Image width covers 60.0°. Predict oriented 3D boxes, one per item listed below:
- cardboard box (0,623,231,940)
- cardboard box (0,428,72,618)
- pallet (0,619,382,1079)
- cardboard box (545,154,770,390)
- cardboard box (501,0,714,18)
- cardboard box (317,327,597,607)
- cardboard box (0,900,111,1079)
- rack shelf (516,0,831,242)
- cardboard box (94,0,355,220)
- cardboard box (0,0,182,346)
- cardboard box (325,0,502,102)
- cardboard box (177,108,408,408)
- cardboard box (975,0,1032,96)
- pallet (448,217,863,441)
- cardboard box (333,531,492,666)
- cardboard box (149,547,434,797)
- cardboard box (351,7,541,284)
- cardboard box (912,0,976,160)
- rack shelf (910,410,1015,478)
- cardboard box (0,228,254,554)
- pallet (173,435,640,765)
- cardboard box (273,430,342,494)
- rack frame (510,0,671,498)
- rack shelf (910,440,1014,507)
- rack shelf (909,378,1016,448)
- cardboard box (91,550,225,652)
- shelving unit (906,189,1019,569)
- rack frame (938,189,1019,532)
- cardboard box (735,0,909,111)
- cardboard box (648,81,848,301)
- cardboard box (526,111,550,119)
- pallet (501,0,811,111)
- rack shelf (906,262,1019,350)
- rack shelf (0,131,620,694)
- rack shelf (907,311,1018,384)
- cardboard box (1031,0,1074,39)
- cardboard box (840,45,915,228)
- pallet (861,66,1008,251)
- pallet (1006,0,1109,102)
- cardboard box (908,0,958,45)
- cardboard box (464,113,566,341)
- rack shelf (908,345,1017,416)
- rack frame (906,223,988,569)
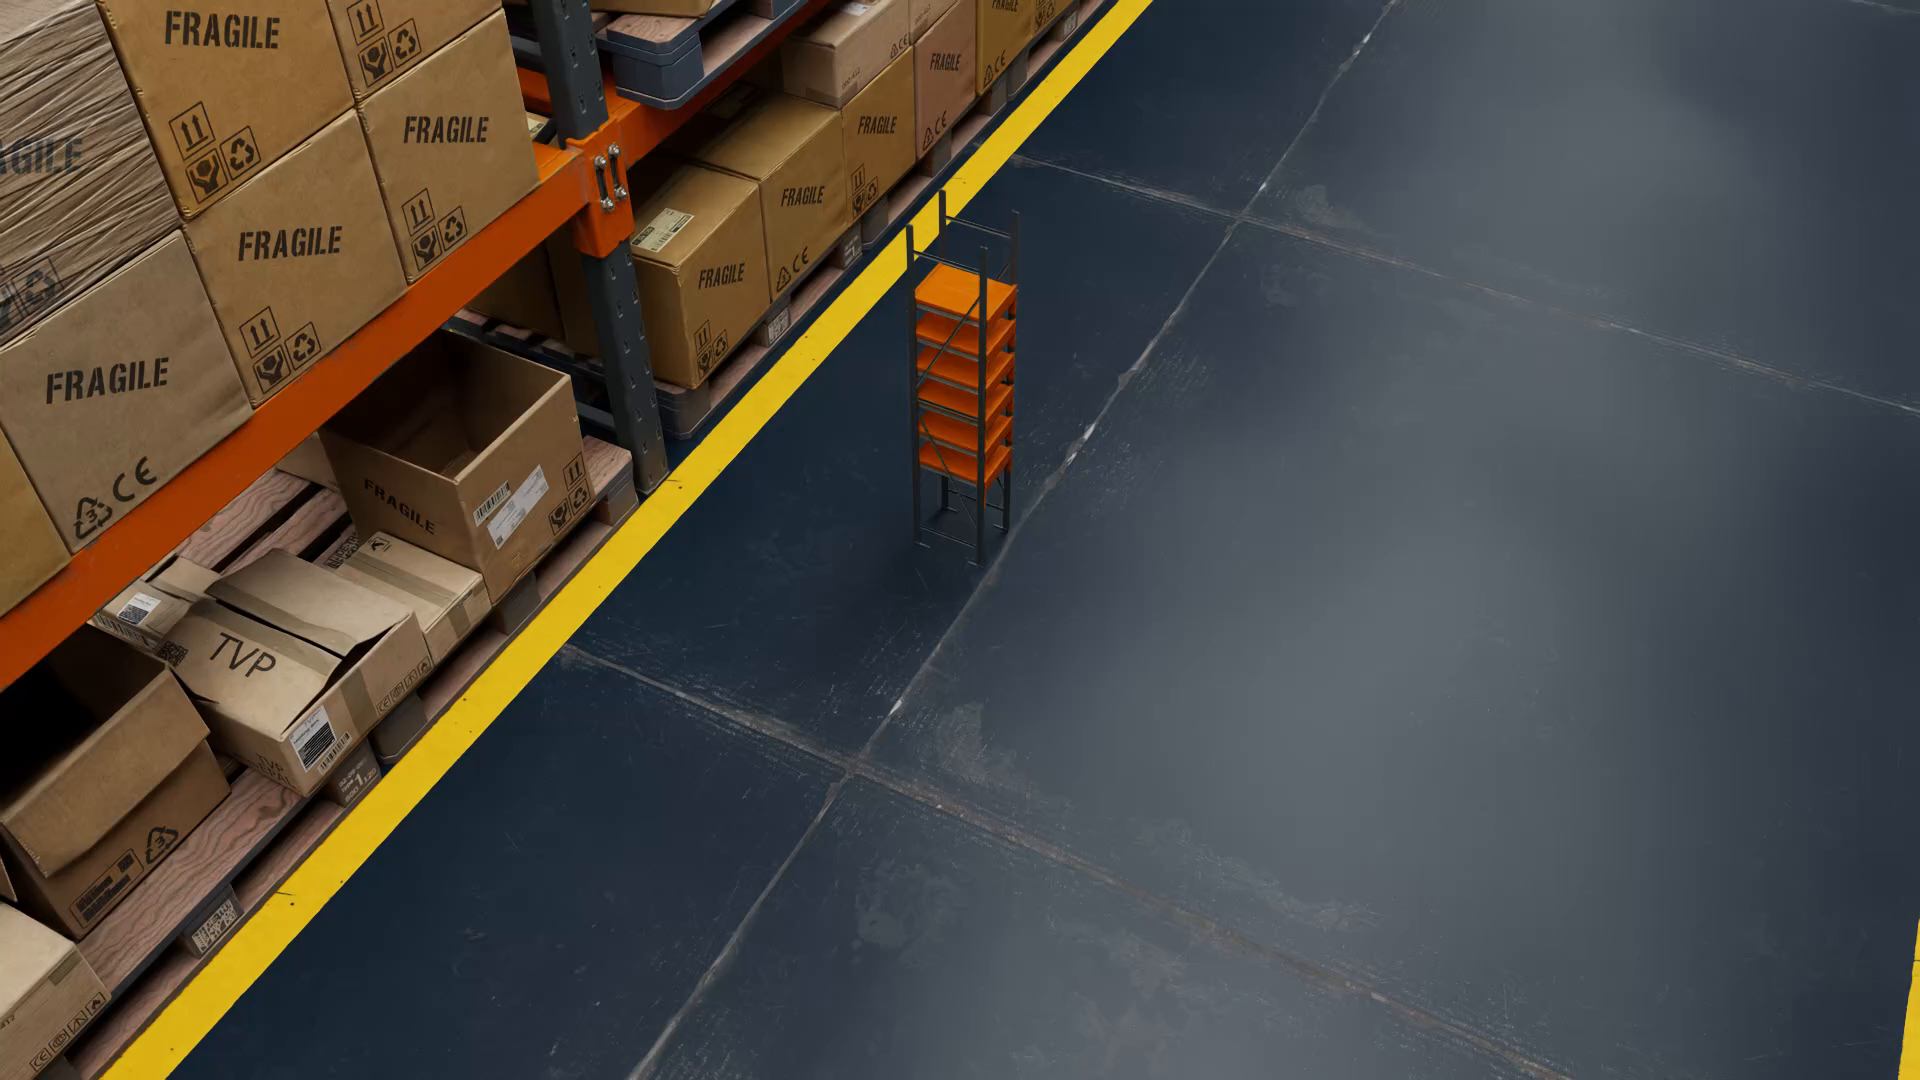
[{"bbox_3d":[-2.290,0.513,4.080,0.797,0.503,0.637,20,49,19],"label":"cardboard box"},{"bbox_3d":[-2.136,-0.060,3.130,0.500,0.500,0.500,21,49,20],"label":"cardboard box"},{"bbox_3d":[-2.307,0.789,4.322,1.003,0.211,1.213,20,49,19],"label":"pallet"},{"bbox_3d":[-0.982,-0.896,5.475,0.500,0.500,0.500,18,48,17],"label":"cardboard box"},{"bbox_3d":[-1.004,-1.803,4.557,0.700,0.500,0.500,6,46,6],"label":"cardboard box"},{"bbox_3d":[-1.436,-0.219,4.806,0.500,0.500,0.500,20,49,19],"label":"cardboard box"},{"bbox_3d":[-2.311,1.057,3.720,0.500,0.250,0.500,20,49,19],"label":"cardboard box"},{"bbox_3d":[-0.494,-2.403,6.021,1.077,0.370,4.000,20,49,19],"label":"rack shelf"},{"bbox_3d":[-1.663,-1.054,3.410,0.500,0.500,0.500,20,49,18],"label":"cardboard box"},{"bbox_3d":[-1.897,-0.737,3.096,0.500,0.500,0.500,21,49,19],"label":"cardboard box"},{"bbox_3d":[-1.428,-1.378,3.730,0.500,0.500,0.500,21,49,19],"label":"cardboard box"},{"bbox_3d":[-1.665,-0.706,3.768,0.500,0.500,0.500,22,49,20],"label":"cardboard box"},{"bbox_3d":[-0.032,-2.199,6.762,0.500,0.500,0.500,19,48,18],"label":"cardboard box"},{"bbox_3d":[-1.078,-0.940,6.031,1.003,0.211,1.213,20,49,19],"label":"pallet"},{"bbox_3d":[-1.557,0.161,4.677,0.380,0.149,0.250,20,49,19],"label":"cardboard box"},{"bbox_3d":[-1.784,0.320,4.406,0.500,0.311,0.500,20,49,19],"label":"cardboard box"},{"bbox_3d":[-1.427,-1.031,4.090,0.500,0.500,0.500,21,49,20],"label":"cardboard box"},{"bbox_3d":[-0.271,-1.866,6.434,0.500,0.500,0.500,19,48,18],"label":"cardboard box"},{"bbox_3d":[0.007,-0.315,4.949,0.258,0.103,0.180,20,49,19],"label":"rack shelf"},{"bbox_3d":[-1.902,-0.381,3.448,0.500,0.500,0.500,22,49,20],"label":"cardboard box"},{"bbox_3d":[-1.742,0.017,5.085,1.003,0.211,1.213,20,49,19],"label":"pallet"},{"bbox_3d":[-1.809,-0.412,5.129,0.500,0.311,0.500,20,49,19],"label":"cardboard box"},{"bbox_3d":[-1.422,-1.396,4.520,1.000,3.000,0.127,20,49,19],"label":"rack frame"},{"bbox_3d":[0.007,-0.231,5.035,0.258,0.103,0.180,20,49,19],"label":"rack shelf"},{"bbox_3d":[0.007,-0.400,4.864,0.258,0.103,0.180,20,49,19],"label":"rack shelf"},{"bbox_3d":[-2.202,0.187,4.639,0.380,0.166,0.250,20,49,19],"label":"cardboard box"},{"bbox_3d":[0.007,-0.431,4.832,0.258,1.200,0.189,20,49,19],"label":"shelving unit"},{"bbox_3d":[0.049,-0.489,4.889,0.240,1.200,0.006,20,49,19],"label":"rack frame"},{"bbox_3d":[-0.518,-1.789,5.830,0.500,0.250,0.500,21,49,19],"label":"cardboard box"},{"bbox_3d":[-0.744,-1.235,5.810,0.500,0.500,0.500,21,49,20],"label":"cardboard box"},{"bbox_3d":[-1.210,-1.386,5.959,0.500,0.500,0.500,21,49,19],"label":"cardboard box"},{"bbox_3d":[-0.955,-1.795,5.050,1.003,0.211,1.213,20,49,19],"label":"pallet"},{"bbox_3d":[0.007,-0.653,4.608,0.258,0.103,0.180,20,49,19],"label":"rack shelf"},{"bbox_3d":[-2.351,0.117,3.531,1.077,0.370,4.000,20,49,19],"label":"rack shelf"},{"bbox_3d":[0.007,-0.568,4.693,0.258,0.103,0.180,20,49,19],"label":"rack shelf"},{"bbox_3d":[0.208,-2.525,7.084,0.500,0.500,0.500,22,49,21],"label":"cardboard box"},{"bbox_3d":[-0.506,-1.548,6.119,0.500,0.500,0.500,21,49,20],"label":"cardboard box"},{"bbox_3d":[-0.513,-1.712,6.793,1.003,0.211,1.213,20,49,19],"label":"pallet"},{"bbox_3d":[0.054,-2.477,7.550,1.003,0.211,1.213,20,49,19],"label":"pallet"},{"bbox_3d":[-0.285,-2.106,6.143,0.500,0.250,0.500,20,49,18],"label":"cardboard box"},{"bbox_3d":[-1.447,-1.077,5.654,0.500,0.500,0.500,20,49,19],"label":"cardboard box"},{"bbox_3d":[0.007,-0.484,4.779,0.258,0.103,0.180,20,49,19],"label":"rack shelf"},{"bbox_3d":[-0.036,-0.373,4.775,0.240,1.200,0.006,20,49,19],"label":"rack frame"}]
